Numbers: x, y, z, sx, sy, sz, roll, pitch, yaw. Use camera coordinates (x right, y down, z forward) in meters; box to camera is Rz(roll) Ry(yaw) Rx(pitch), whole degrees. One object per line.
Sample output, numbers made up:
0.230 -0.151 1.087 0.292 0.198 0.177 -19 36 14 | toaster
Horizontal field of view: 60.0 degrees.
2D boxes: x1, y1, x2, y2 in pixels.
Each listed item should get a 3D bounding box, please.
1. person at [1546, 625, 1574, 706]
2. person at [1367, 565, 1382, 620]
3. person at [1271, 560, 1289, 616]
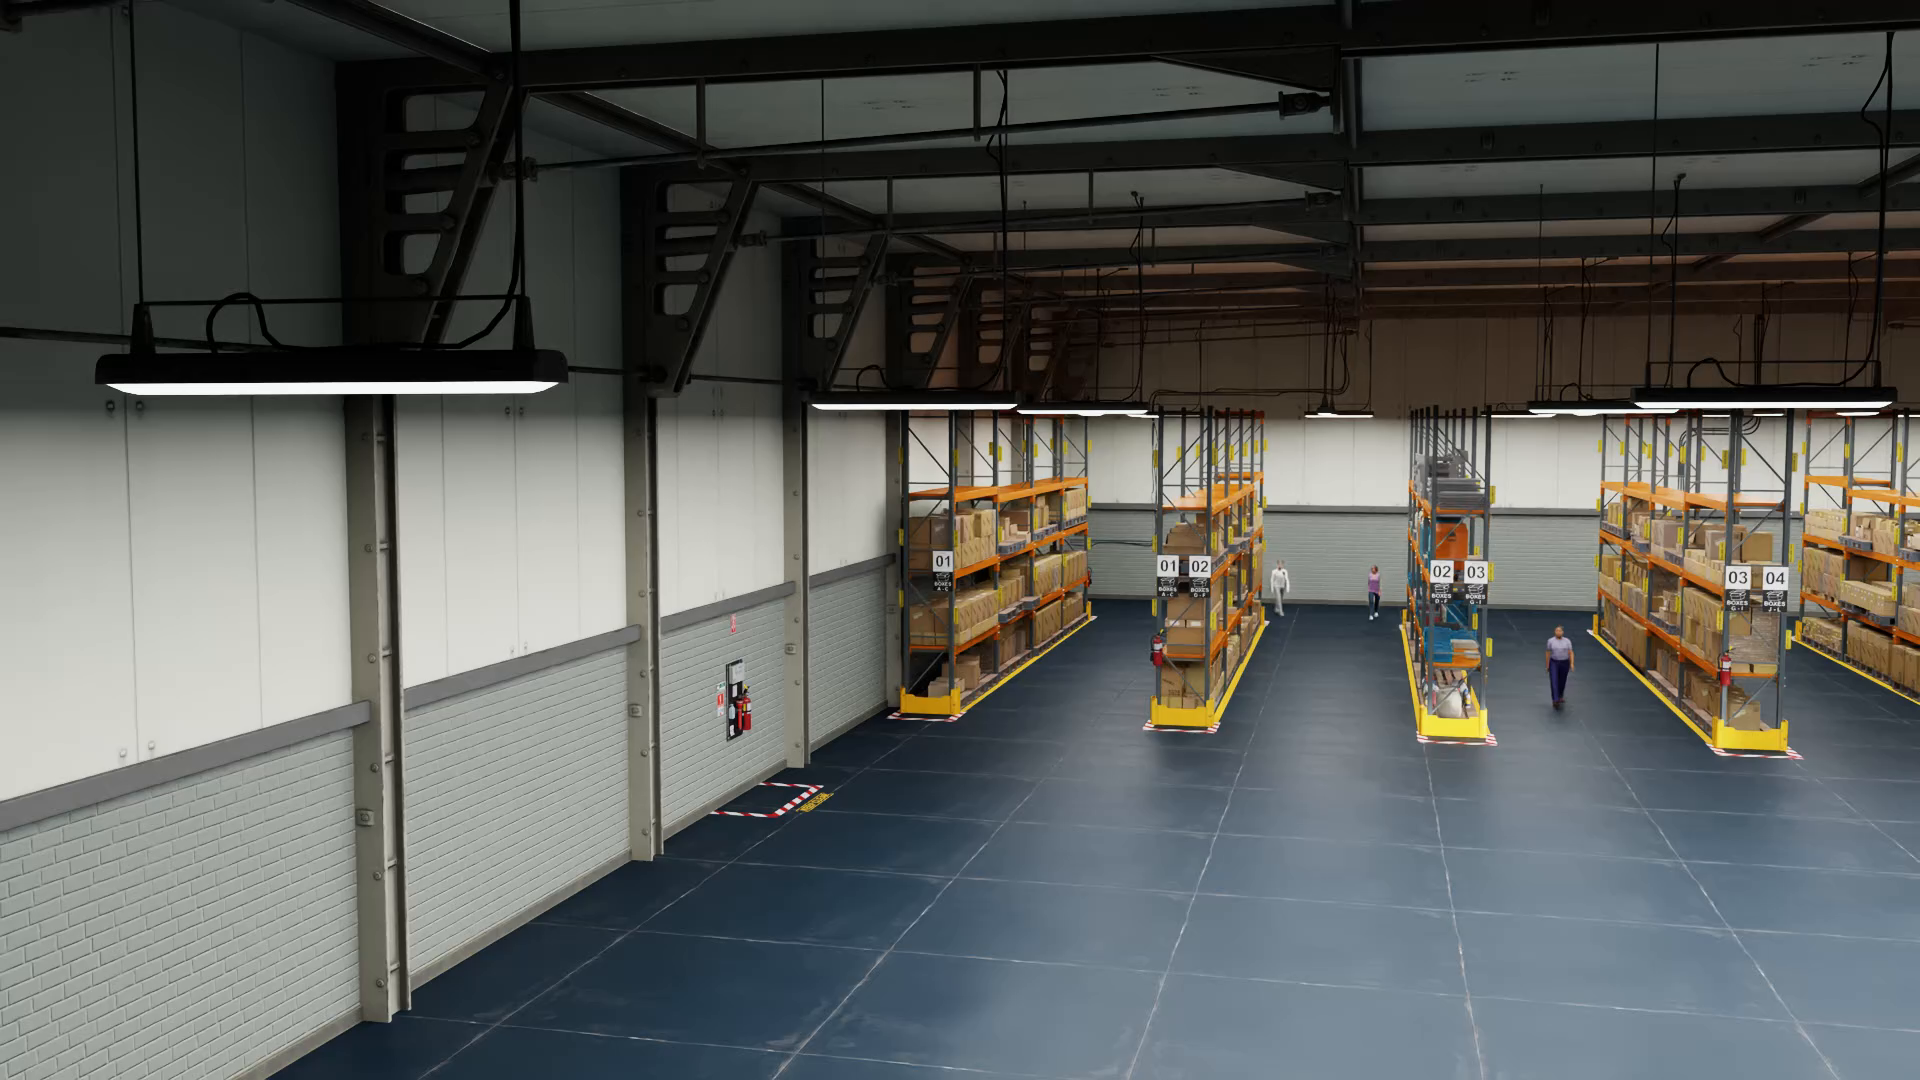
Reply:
12.029 2.514 33.312 0.505 1.593 0.992 1 4 10 | person
11.940 1.494 47.889 0.412 1.540 0.972 1 4 14 | person
9.391 1.391 48.794 0.477 1.614 1.068 -1 4 -12 | person
